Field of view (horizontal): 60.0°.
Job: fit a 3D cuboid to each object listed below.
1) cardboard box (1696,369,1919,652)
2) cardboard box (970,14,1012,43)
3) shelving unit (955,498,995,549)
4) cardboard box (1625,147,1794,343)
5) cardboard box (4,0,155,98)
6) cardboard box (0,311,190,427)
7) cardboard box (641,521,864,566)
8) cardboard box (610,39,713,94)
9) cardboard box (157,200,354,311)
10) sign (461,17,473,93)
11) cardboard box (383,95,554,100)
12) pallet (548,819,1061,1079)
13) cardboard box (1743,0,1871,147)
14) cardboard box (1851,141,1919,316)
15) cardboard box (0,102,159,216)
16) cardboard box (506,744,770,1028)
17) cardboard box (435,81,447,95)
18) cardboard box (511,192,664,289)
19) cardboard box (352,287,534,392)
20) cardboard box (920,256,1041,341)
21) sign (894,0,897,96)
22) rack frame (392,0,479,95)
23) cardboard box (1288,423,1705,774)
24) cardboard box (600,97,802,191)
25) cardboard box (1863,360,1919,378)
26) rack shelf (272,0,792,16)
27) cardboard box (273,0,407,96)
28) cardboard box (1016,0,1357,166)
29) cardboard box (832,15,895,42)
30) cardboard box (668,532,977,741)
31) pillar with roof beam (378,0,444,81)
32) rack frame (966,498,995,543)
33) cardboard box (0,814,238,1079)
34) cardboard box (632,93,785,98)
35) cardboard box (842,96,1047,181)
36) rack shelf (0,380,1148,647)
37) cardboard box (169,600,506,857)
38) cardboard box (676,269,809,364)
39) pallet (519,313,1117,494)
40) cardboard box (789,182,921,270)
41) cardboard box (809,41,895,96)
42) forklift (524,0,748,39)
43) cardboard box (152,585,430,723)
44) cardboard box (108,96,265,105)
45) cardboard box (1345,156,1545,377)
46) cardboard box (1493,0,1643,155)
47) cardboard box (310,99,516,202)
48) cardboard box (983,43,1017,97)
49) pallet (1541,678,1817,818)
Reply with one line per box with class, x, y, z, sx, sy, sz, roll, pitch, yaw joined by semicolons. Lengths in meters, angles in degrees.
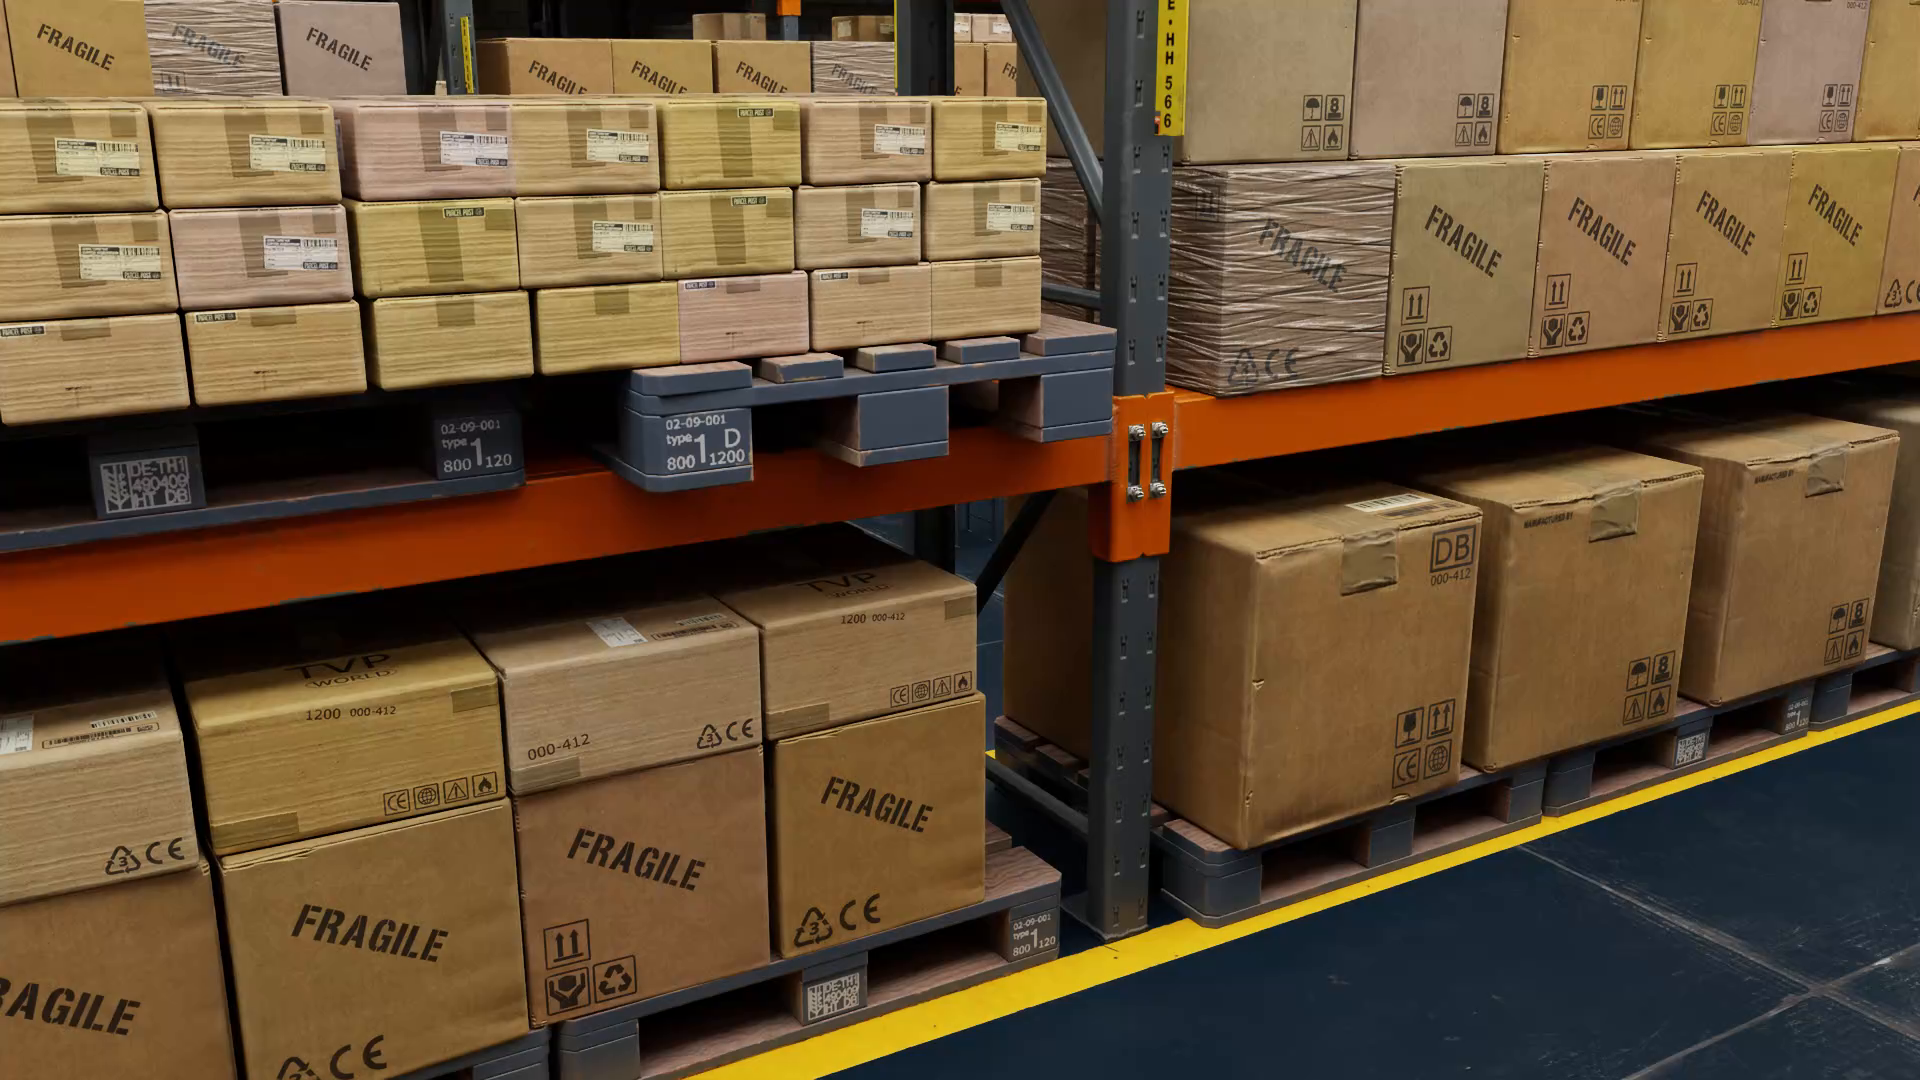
cardboard box;3.088;-0.171;5.853;0.750;0.750;1.050;-9;18;-30
cardboard box;0.075;-2.781;9.057;0.250;0.149;0.380;-10;18;-31
shelving unit;0.012;-0.580;7.255;0.189;1.200;0.258;-9;18;-30
cardboard box;1.964;-0.861;4.740;0.500;0.500;0.500;-9;18;-30
cardboard box;-3.664;-1.991;6.917;0.500;0.500;0.500;-9;18;-30
cardboard box;-1.375;-0.294;2.588;0.250;0.149;0.380;-10;19;-32
cardboard box;-0.570;0.077;4.042;0.500;0.250;0.500;-10;19;-32
cardboard box;-1.543;-2.211;8.226;0.500;0.500;0.500;-8;18;-27
cardboard box;-1.148;-0.474;2.679;0.250;0.149;0.380;-9;18;-28
sign;-2.202;-2.164;7.427;0.005;0.325;0.100;-9;18;-30
cardboard box;-1.019;-0.844;3.447;0.250;0.149;0.380;-10;19;-32
pallet;-0.525;0.848;3.994;1.213;0.211;1.003;-9;18;-30
cardboard box;2.278;-1.476;5.081;0.500;0.500;0.700;-9;18;-29
cardboard box;2.831;-1.003;5.244;0.500;0.500;0.500;-9;18;-30
cardboard box;-1.372;-0.581;2.512;0.250;0.149;0.380;-9;18;-28
cardboard box;-0.731;0.622;3.488;0.500;0.500;0.500;-8;18;-27
cardboard box;-3.972;-3.337;12.371;0.250;0.149;0.380;-9;18;-29
cardboard box;-0.710;-0.544;2.930;0.250;0.149;0.380;-9;18;-30
cardboard box;-0.920;-0.368;2.852;0.250;0.149;0.380;-10;19;-32
cardboard box;-0.041;-0.509;3.357;0.250;0.149;0.380;-9;18;-29
sign;-0.143;-1.289;4.304;0.005;0.325;0.100;-9;18;-30
rack frame;-2.490;-1.734;8.040;0.127;3.000;1.000;-9;18;-30
cardboard box;1.461;0.092;4.915;0.750;0.750;1.050;-9;18;-29
cardboard box;-0.480;-0.726;3.027;0.250;0.149;0.380;-9;18;-28
cardboard box;4.149;-0.410;6.472;0.875;0.875;0.875;-9;18;-29
rack shelf;-3.336;-4.258;12.819;4.000;0.370;1.077;-9;18;-30
cardboard box;-2.799;-2.132;7.419;0.500;0.500;0.500;-10;18;-31
cardboard box;0.535;-1.193;4.070;0.500;0.500;0.700;-9;18;-30
cardboard box;-0.525;-2.838;9.260;0.250;0.149;0.380;-8;18;-27
cardboard box;-0.306;0.193;3.628;0.500;0.250;0.500;-10;18;-31
pillar with roof beam;-2.180;-5.165;9.162;0.400;9.000;9.100;-9;18;-30
rack frame;0.091;-0.592;7.300;0.006;1.200;0.240;-9;18;-30
cardboard box;-1.619;0.763;2.983;0.500;0.500;0.500;-9;18;-29
cardboard box;-0.579;-0.913;3.696;0.250;0.149;0.380;-10;18;-31
cardboard box;-0.039;-0.797;3.280;0.250;0.149;0.380;-10;19;-32
rack shelf;-1.569;0.021;3.109;4.000;0.370;1.077;-9;18;-30
cardboard box;-1.177;0.333;3.130;0.500;0.250;0.500;-9;18;-28
cardboard box;-0.475;-0.440;3.108;0.250;0.149;0.380;-9;18;-29
pallet;-0.411;-0.387;3.589;1.003;0.211;1.213;-9;18;-30
cardboard box;-0.271;-0.616;3.187;0.250;0.149;0.380;-8;18;-28
cardboard box;-0.658;-2.354;8.736;0.500;0.500;0.500;-10;19;-32
forklift;-2.001;-2.530;11.005;3.031;2.935;1.130;-9;18;-29
cardboard box;-1.436;0.213;3.555;0.500;0.250;0.500;-9;18;-29
cardboard box;-1.476;-0.768;3.179;0.250;0.149;0.380;-9;18;-28
cardboard box;1.104;-0.723;4.245;0.500;0.500;0.500;-9;18;-30
cardboard box;1.407;-1.335;4.578;0.500;0.500;0.700;-10;18;-31
cardboard box;-0.916;-0.656;2.777;0.250;0.149;0.380;-9;18;-30
cardboard box;0.236;-2.497;9.247;0.500;0.500;0.500;-9;18;-29
pallet;1.905;0.479;5.310;1.213;0.211;1.003;-9;18;-30
